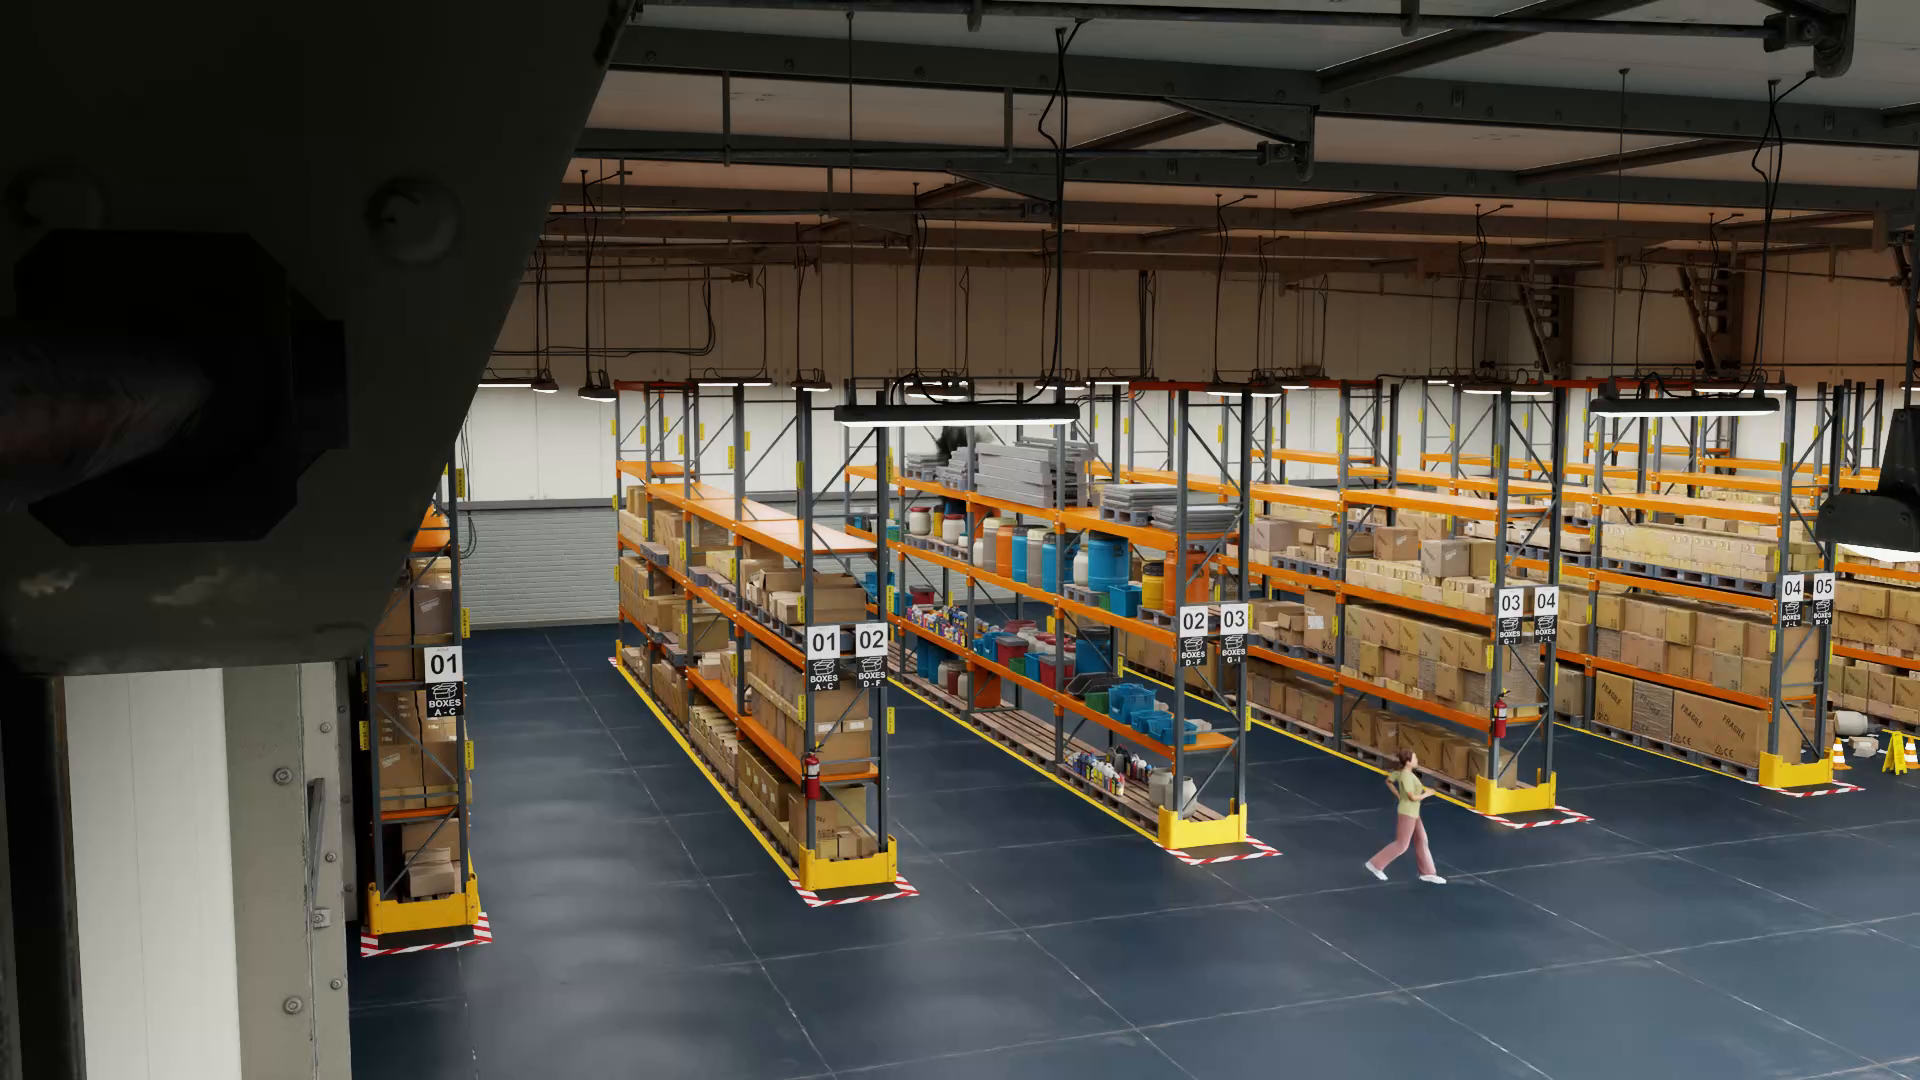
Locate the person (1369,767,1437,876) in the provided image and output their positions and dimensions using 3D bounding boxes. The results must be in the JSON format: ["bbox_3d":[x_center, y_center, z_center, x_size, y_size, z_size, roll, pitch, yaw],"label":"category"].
[{"bbox_3d":[5.386,3.428,20.174,0.812,1.322,0.528,1,6,10],"label":"person"}]
